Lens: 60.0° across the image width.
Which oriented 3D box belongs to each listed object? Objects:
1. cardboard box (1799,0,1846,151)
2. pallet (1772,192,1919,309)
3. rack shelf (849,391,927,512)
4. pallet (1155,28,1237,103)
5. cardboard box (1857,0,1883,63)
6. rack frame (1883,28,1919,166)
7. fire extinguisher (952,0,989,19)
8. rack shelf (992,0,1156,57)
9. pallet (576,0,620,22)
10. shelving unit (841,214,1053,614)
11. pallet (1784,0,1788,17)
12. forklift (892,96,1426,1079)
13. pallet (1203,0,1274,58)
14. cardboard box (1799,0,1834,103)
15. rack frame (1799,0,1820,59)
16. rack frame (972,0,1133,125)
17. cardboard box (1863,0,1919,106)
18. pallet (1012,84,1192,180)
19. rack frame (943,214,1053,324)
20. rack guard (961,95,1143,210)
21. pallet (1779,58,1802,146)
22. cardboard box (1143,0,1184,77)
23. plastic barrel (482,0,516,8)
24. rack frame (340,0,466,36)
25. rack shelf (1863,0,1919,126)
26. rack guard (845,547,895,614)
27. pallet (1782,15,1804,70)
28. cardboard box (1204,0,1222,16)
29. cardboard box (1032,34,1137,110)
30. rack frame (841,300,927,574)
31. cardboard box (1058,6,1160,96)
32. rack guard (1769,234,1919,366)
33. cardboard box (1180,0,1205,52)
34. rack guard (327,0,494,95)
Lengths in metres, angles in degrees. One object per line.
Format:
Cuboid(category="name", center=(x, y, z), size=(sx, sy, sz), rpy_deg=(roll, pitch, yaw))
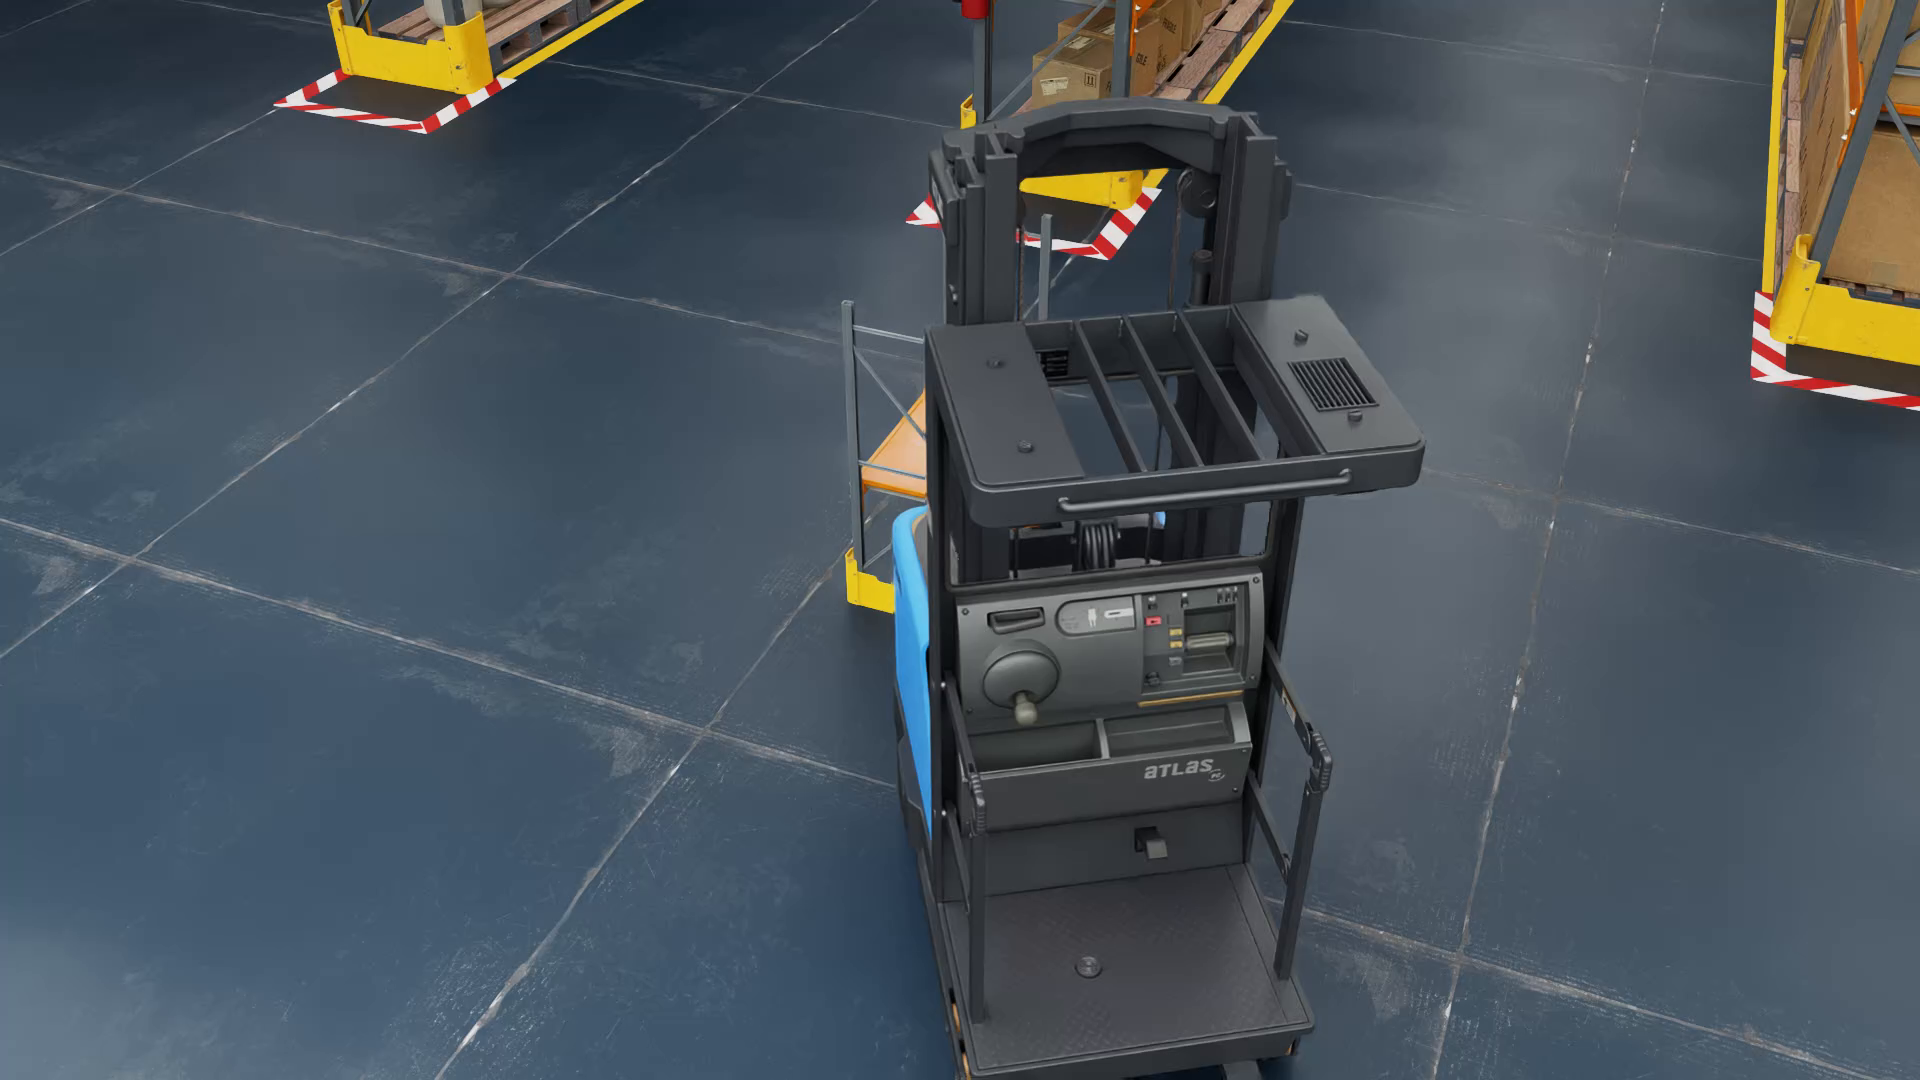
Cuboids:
Cuboid(category="cardboard box", center=(5.989, -2.986, 10.663), size=(0.875, 0.875, 0.875), rpy_deg=(14, 39, 18))
Cuboid(category="pallet", center=(5.343, -1.630, 9.754), size=(1.003, 0.211, 1.213), rpy_deg=(14, 39, 18))
Cuboid(category="rack shelf", center=(-0.032, -0.409, 7.345), size=(0.538, 0.185, 1.000), rpy_deg=(14, 39, 18))
Cuboid(category="pallet", center=(1.399, -3.512, 12.272), size=(1.003, 0.211, 1.213), rpy_deg=(14, 39, 18))
Cuboid(category="cardboard box", center=(5.399, -2.872, 8.961), size=(0.875, 0.550, 0.550), rpy_deg=(14, 39, 18))
Cuboid(category="rack frame", center=(5.108, -2.287, 8.304), size=(0.949, 2.616, 0.053), rpy_deg=(14, 39, 18))
Cuboid(category="fire extinguisher", center=(0.093, -3.483, 9.969), size=(0.296, 0.674, 0.183), rpy_deg=(14, 39, 18))
Cuboid(category="rack shelf", center=(1.323, -4.291, 11.587), size=(1.077, 0.370, 4.000), rpy_deg=(14, 39, 18))
Cuboid(category="pallet", center=(-3.253, -4.658, 13.805), size=(1.003, 0.211, 1.213), rpy_deg=(14, 39, 18))
Cuboid(category="shelving unit", center=(-0.029, -0.559, 7.245), size=(0.587, 1.500, 1.083), rpy_deg=(14, 39, 18))
Cuboid(category="pallet", center=(7.319, -4.506, 13.602), size=(1.003, 0.211, 1.213), rpy_deg=(14, 39, 18))
Cuboid(category="forklift", center=(0.492, 0.388, 4.782), size=(1.130, 2.935, 3.031), rpy_deg=(-6, 37, -8))
Cuboid(category="pallet", center=(1.862, -4.190, 13.179), size=(1.003, 0.211, 1.213), rpy_deg=(14, 39, 18))
Cuboid(category="cardboard box", center=(6.329, -3.486, 11.332), size=(0.875, 0.875, 0.875), rpy_deg=(14, 39, 18))
Cuboid(category="rack frame", center=(6.633, -4.501, 11.266), size=(1.000, 3.000, 0.127), rpy_deg=(14, 39, 18))
Cuboid(category="rack frame", center=(0.562, -3.472, 9.890), size=(1.000, 3.000, 0.127), rpy_deg=(14, 39, 18))
Cuboid(category="cardboard box", center=(5.210, -2.562, 8.547), size=(0.875, 0.550, 0.550), rpy_deg=(14, 39, 18))
Cuboid(category="pallet", center=(0.933, -2.839, 11.372), size=(1.003, 0.211, 1.213), rpy_deg=(14, 39, 18))
Cuboid(category="rack frame", center=(0.161, -0.835, 7.614), size=(0.500, 1.500, 0.032), rpy_deg=(14, 39, 18))
Cuboid(category="rack guard", center=(0.591, -2.513, 10.694), size=(1.175, 0.500, 0.348), rpy_deg=(14, 39, 18))
Cuboid(category="pallet", center=(6.271, -2.981, 11.562), size=(1.003, 0.211, 1.213), rpy_deg=(14, 39, 18))
Cuboid(category="cardboard box", center=(1.267, -3.662, 11.881), size=(0.500, 0.500, 0.500), rpy_deg=(18, 40, 22))
Cuboid(category="plastic barrel", center=(-3.647, -4.431, 12.900), size=(0.421, 0.512, 0.421), rpy_deg=(0, 37, 0))
Cuboid(category="rack frame", center=(-4.018, -4.600, 11.399), size=(1.000, 3.000, 0.127), rpy_deg=(14, 39, 18))
Cuboid(category="rack shelf", center=(5.872, -3.184, 9.942), size=(0.919, 0.124, 3.809), rpy_deg=(14, 39, 18))
Cuboid(category="rack guard", center=(-0.218, 0.218, 7.250), size=(0.587, 0.250, 0.087), rpy_deg=(14, 39, 18))
Cuboid(category="pallet", center=(6.857, -3.828, 12.696), size=(1.003, 0.211, 1.213), rpy_deg=(14, 39, 18))
Cuboid(category="cardboard box", center=(1.684, -4.323, 12.765), size=(0.500, 0.500, 0.500), rpy_deg=(27, 45, 32))
Cuboid(category="cardboard box", center=(0.816, -2.981, 10.970), size=(0.500, 0.500, 0.500), rpy_deg=(21, 42, 26))
Cuboid(category="rack frame", center=(-0.226, -0.272, 6.861), size=(0.500, 1.500, 0.032), rpy_deg=(14, 39, 18))
Cuboid(category="cardboard box", center=(1.011, -3.320, 11.423), size=(0.500, 0.500, 0.500), rpy_deg=(25, 43, 29))
Cuboid(category="rack guard", center=(5.102, -1.272, 9.034), size=(1.175, 0.500, 0.348), rpy_deg=(14, 39, 18))
Cuboid(category="cardboard box", center=(1.521, -3.961, 12.281), size=(0.500, 0.500, 0.500), rpy_deg=(11, 38, 14))
Cuboid(category="rack guard", center=(-4.033, -3.652, 12.218), size=(1.175, 0.500, 0.348), rpy_deg=(14, 39, 18))
